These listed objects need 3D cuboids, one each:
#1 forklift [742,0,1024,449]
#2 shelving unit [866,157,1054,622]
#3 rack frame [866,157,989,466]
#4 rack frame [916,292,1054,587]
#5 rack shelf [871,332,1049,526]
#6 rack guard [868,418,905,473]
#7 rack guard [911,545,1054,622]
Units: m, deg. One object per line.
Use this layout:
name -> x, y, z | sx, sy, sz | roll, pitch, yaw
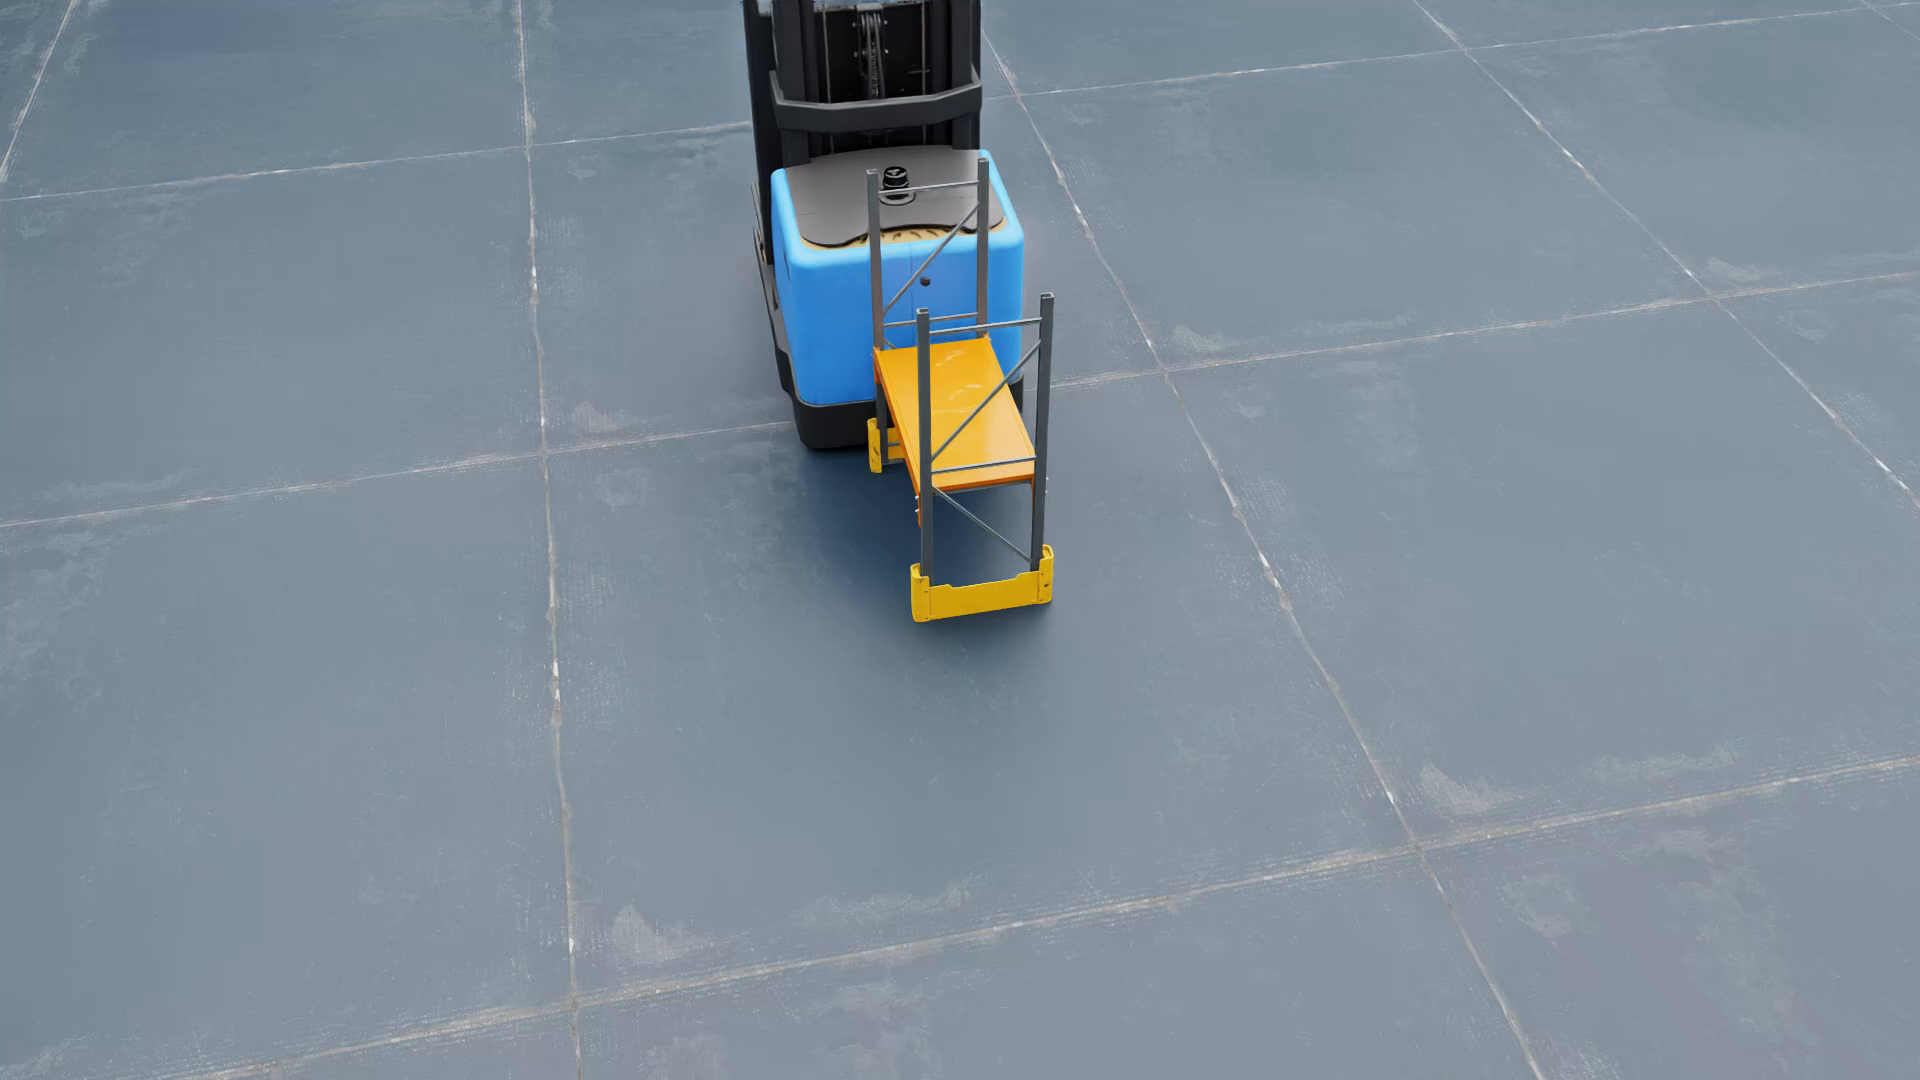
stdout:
forklift -> -0.493, -2.501, 7.859 | 1.130, 2.935, 3.031 | -7, 42, -8
shelving unit -> -0.016, -0.610, 6.808 | 0.587, 1.500, 1.083 | -8, 42, -9
rack frame -> -0.128, -0.946, 7.186 | 0.500, 1.500, 0.032 | -8, 42, -9
rack frame -> 0.091, -0.287, 6.443 | 0.500, 1.500, 0.032 | -8, 42, -9
rack shelf -> -0.018, -0.482, 6.934 | 0.538, 0.185, 1.000 | -8, 42, -9
rack guard -> -0.124, -0.466, 7.586 | 0.587, 0.250, 0.087 | -8, 42, -9
rack guard -> 0.091, 0.180, 6.859 | 0.587, 0.250, 0.087 | -8, 42, -9
